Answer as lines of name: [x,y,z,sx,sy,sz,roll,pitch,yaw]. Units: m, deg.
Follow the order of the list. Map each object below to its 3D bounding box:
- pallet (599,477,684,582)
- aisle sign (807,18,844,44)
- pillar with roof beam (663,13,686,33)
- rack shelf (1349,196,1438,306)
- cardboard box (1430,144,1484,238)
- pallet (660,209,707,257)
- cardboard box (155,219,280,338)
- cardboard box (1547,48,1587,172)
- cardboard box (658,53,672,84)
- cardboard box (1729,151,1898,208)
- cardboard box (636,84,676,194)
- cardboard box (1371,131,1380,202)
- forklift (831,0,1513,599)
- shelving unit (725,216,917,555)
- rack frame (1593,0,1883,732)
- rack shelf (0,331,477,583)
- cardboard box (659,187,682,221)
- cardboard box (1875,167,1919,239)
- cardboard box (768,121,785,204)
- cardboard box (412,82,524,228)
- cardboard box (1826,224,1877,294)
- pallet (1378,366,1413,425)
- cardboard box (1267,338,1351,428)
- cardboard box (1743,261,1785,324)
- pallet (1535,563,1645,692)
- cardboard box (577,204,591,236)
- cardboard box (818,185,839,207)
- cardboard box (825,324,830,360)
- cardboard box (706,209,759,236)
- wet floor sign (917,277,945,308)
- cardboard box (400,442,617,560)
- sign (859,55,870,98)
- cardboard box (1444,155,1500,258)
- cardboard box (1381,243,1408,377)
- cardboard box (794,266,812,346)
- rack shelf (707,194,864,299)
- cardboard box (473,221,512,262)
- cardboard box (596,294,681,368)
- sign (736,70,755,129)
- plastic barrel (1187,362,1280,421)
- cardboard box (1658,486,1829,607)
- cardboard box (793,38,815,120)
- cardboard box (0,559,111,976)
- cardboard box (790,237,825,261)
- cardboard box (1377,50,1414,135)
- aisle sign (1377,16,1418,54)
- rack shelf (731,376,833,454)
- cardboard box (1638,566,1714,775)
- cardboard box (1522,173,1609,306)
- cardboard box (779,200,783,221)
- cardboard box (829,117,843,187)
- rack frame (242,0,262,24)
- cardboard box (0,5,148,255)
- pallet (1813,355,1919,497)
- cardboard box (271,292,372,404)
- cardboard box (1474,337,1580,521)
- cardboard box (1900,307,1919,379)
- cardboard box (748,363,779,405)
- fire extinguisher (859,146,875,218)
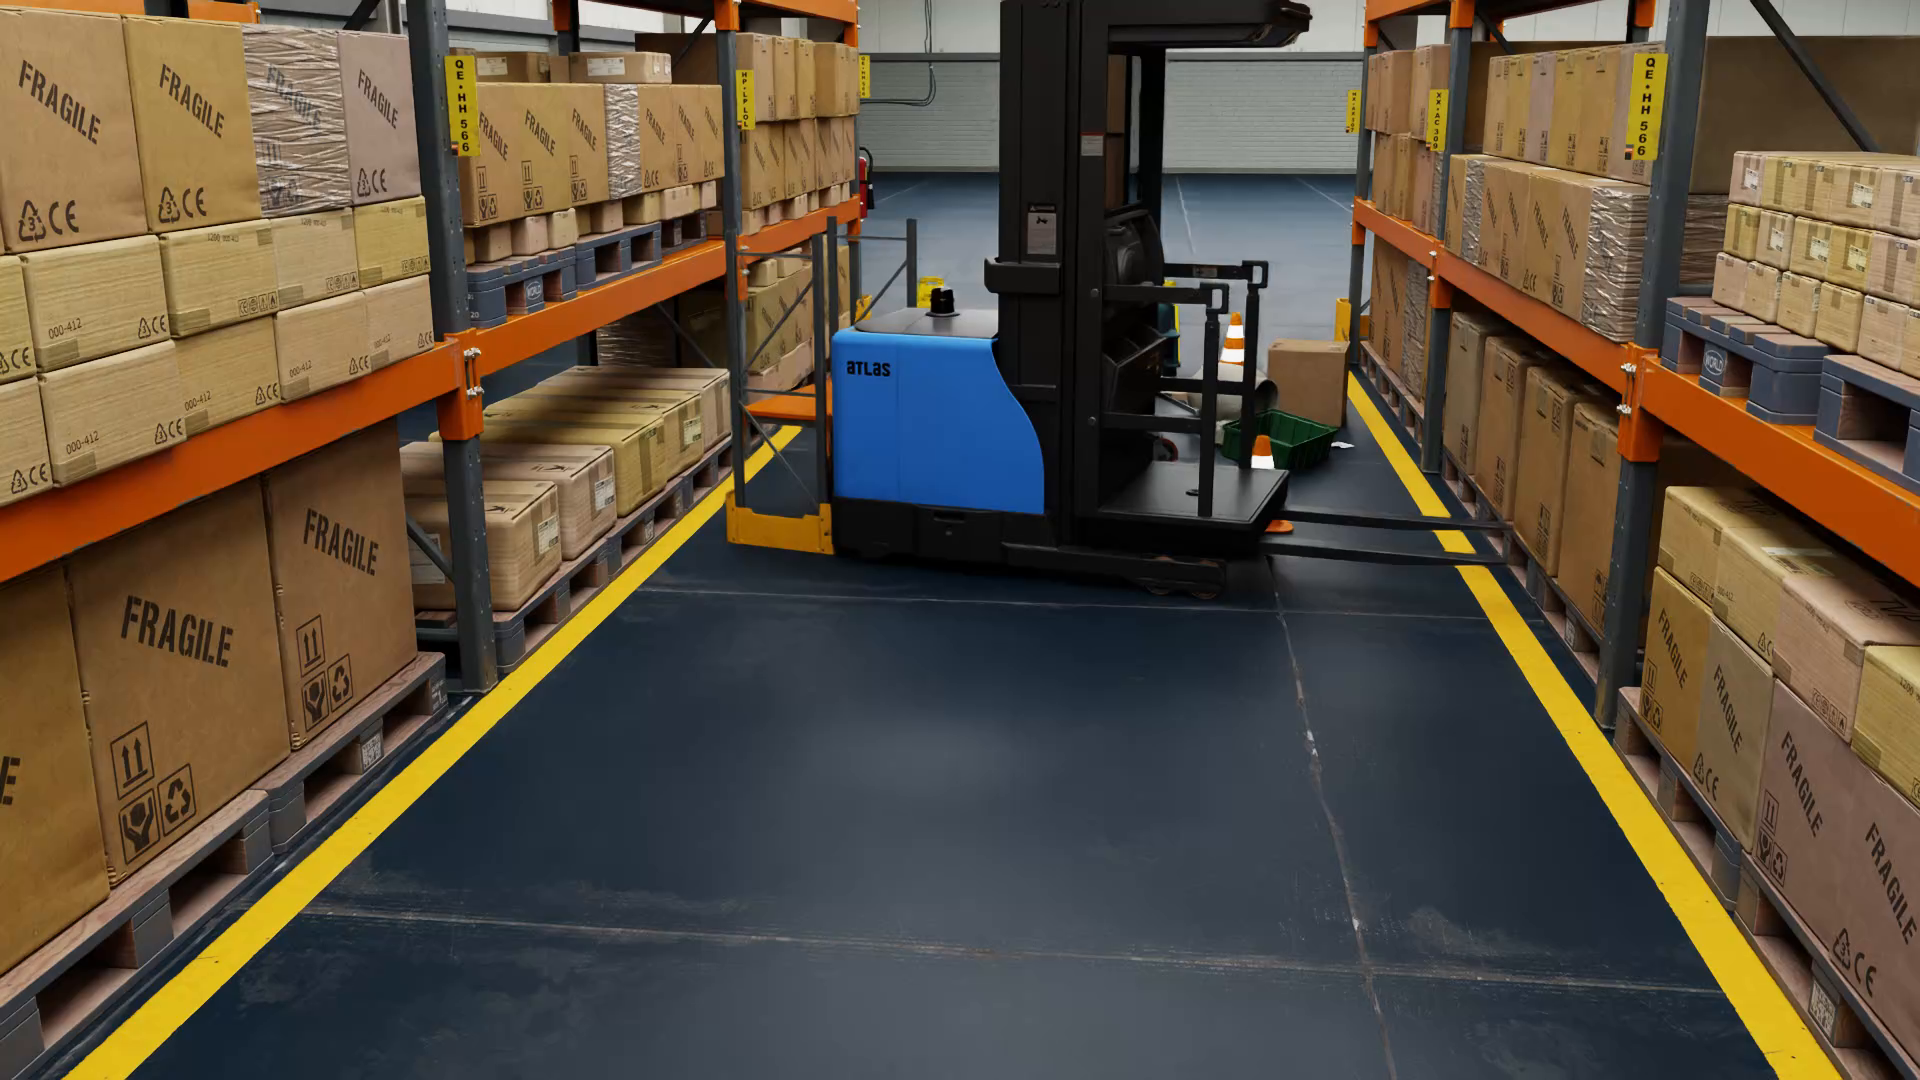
pallet: [-1.986,-0.081,8.057,1.003,0.211,1.213,2,15,6]
aisle sign: [-1.018,-4.246,13.139,0.394,0.787,0.004,2,15,6]
pillar with roof beam: [-0.911,-10.413,29.430,9.100,9.000,0.400,2,15,6]
rack shelf: [3.391,-1.998,11.183,1.077,0.370,4.000,2,15,6]
cardboard box: [3.195,-1.995,9.507,0.875,0.550,0.550,2,15,6]
pallet: [-1.996,-1.660,8.921,1.003,0.211,1.213,2,15,6]
cardboard box: [-2.110,-0.678,4.253,0.500,0.250,0.500,1,15,5]
cardboard box: [2.943,-1.833,7.088,0.700,0.500,0.500,2,15,6]
cardboard box: [-1.657,-2.348,8.292,0.380,0.149,0.250,1,15,5]
cardboard box: [2.468,-1.043,4.808,0.380,0.149,0.250,2,15,6]
cardboard box: [-1.708,-1.952,8.068,0.500,0.500,0.500,2,15,8]
cardboard box: [3.619,-2.839,12.627,0.875,0.550,0.550,2,15,6]
forklift: [0.969,-1.315,7.409,3.031,2.935,1.130,5,16,19]
shelving unit: [-0.661,-0.812,8.291,0.587,1.500,1.083,6,16,22]
rack frame: [2.714,-0.789,5.334,1.000,3.000,0.127,2,15,6]
rack shelf: [-2.442,-0.043,3.952,1.077,0.370,4.000,2,15,6]
cardboard box: [-1.614,-1.684,8.321,0.380,0.149,0.250,2,15,7]
cardboard box: [2.350,-0.772,3.806,0.380,0.149,0.250,2,15,9]
cardboard box: [-1.405,-2.375,10.437,0.500,0.500,0.500,2,15,6]
cardboard box: [-1.935,-1.413,6.076,0.500,0.500,0.500,1,15,5]
cardboard box: [2.376,-0.690,4.073,0.380,0.149,0.250,2,15,7]
pallet: [3.464,-0.993,11.429,1.003,0.211,1.213,2,15,6]
cardboard box: [2.320,-1.054,11.098,0.500,0.500,0.500,4,16,16]
cardboard box: [2.432,-0.691,4.648,0.380,0.149,0.250,2,15,9]
pallet: [2.877,0.355,6.446,1.003,0.211,1.213,2,15,6]
cardboard box: [-1.859,-1.421,7.348,0.380,0.149,0.250,2,15,8]
cardboard box: [-1.111,-2.557,12.352,0.380,0.149,0.250,2,15,7]
cardboard box: [-1.204,-1.507,12.453,0.500,0.250,0.500,2,15,6]
cardboard box: [-1.411,-1.897,9.913,0.380,0.149,0.250,2,15,6]
wet floor sign: [-0.229,-1.865,13.823,0.267,0.644,0.232,7,17,25]
cardboard box: [-2.067,-0.181,7.314,0.950,0.372,0.625,1,15,5]
sign: [-0.764,-3.674,13.178,0.100,0.325,0.005,2,15,6]
cardboard box: [2.838,-1.747,8.683,0.500,0.500,0.500,2,15,7]
cardboard box: [3.508,-1.635,11.728,0.875,0.875,0.875,1,15,5]
cardboard box: [-1.321,-1.602,11.368,0.500,0.500,0.500,3,15,9]
rack shelf: [-1.539,-2.118,11.626,1.077,0.370,4.000,2,15,6]
cardboard box: [-1.929,-1.141,6.314,0.380,0.149,0.250,1,15,3]
cardboard box: [-1.965,-1.345,10.416,0.500,0.500,0.500,1,15,5]
sign: [-1.213,-2.490,9.405,0.100,0.325,0.005,2,15,6]
plastic barrel: [1.769,-0.922,10.763,0.421,0.421,0.512,-14,20,-42]
cardboard box: [2.395,0.024,4.873,0.500,0.250,0.500,1,15,4]
cardboard box: [-1.337,-2.990,10.796,0.700,0.500,0.500,1,15,5]
cardboard box: [-2.583,0.554,3.633,0.875,0.875,0.875,2,15,8]
cardboard box: [-1.182,-2.088,11.922,0.380,0.149,0.250,2,15,9]
cardboard box: [3.367,-3.076,11.436,0.875,0.550,0.550,2,15,6]
aisle sign: [3.326,-4.146,12.769,0.394,0.787,0.004,2,15,6]
rack shelf: [-0.658,-0.640,8.346,0.538,0.185,1.000,6,16,22]
cardboard box: [2.380,0.391,4.955,0.500,0.500,0.500,1,15,4]
cardboard box: [2.612,-1.221,6.740,0.500,0.500,0.500,1,15,5]
cardboard box: [-1.372,-2.167,10.912,0.380,0.149,0.250,2,15,6]
cardboard box: [-1.162,-2.897,12.368,0.500,0.500,0.500,2,15,6]
rack frame: [-6.246,-3.129,13.987,1.000,3.000,0.127,2,15,6]
cardboard box: [-2.191,-0.905,3.655,0.500,0.500,0.500,1,15,5]
pallet: [2.531,-0.182,3.456,1.003,0.211,1.213,2,15,6]
cardboard box: [-2.057,-0.565,4.791,0.500,0.250,0.500,2,15,7]
cardboard box: [3.072,-0.530,7.880,1.050,0.750,0.750,2,15,6]
cardboard box: [2.315,-0.417,3.633,0.380,0.149,0.250,2,15,7]
cardboard box: [-1.430,-0.967,10.454,0.500,0.250,0.500,1,15,4]
fire extinguisher: [-0.843,-2.963,13.520,0.296,0.674,0.183,2,15,6]
